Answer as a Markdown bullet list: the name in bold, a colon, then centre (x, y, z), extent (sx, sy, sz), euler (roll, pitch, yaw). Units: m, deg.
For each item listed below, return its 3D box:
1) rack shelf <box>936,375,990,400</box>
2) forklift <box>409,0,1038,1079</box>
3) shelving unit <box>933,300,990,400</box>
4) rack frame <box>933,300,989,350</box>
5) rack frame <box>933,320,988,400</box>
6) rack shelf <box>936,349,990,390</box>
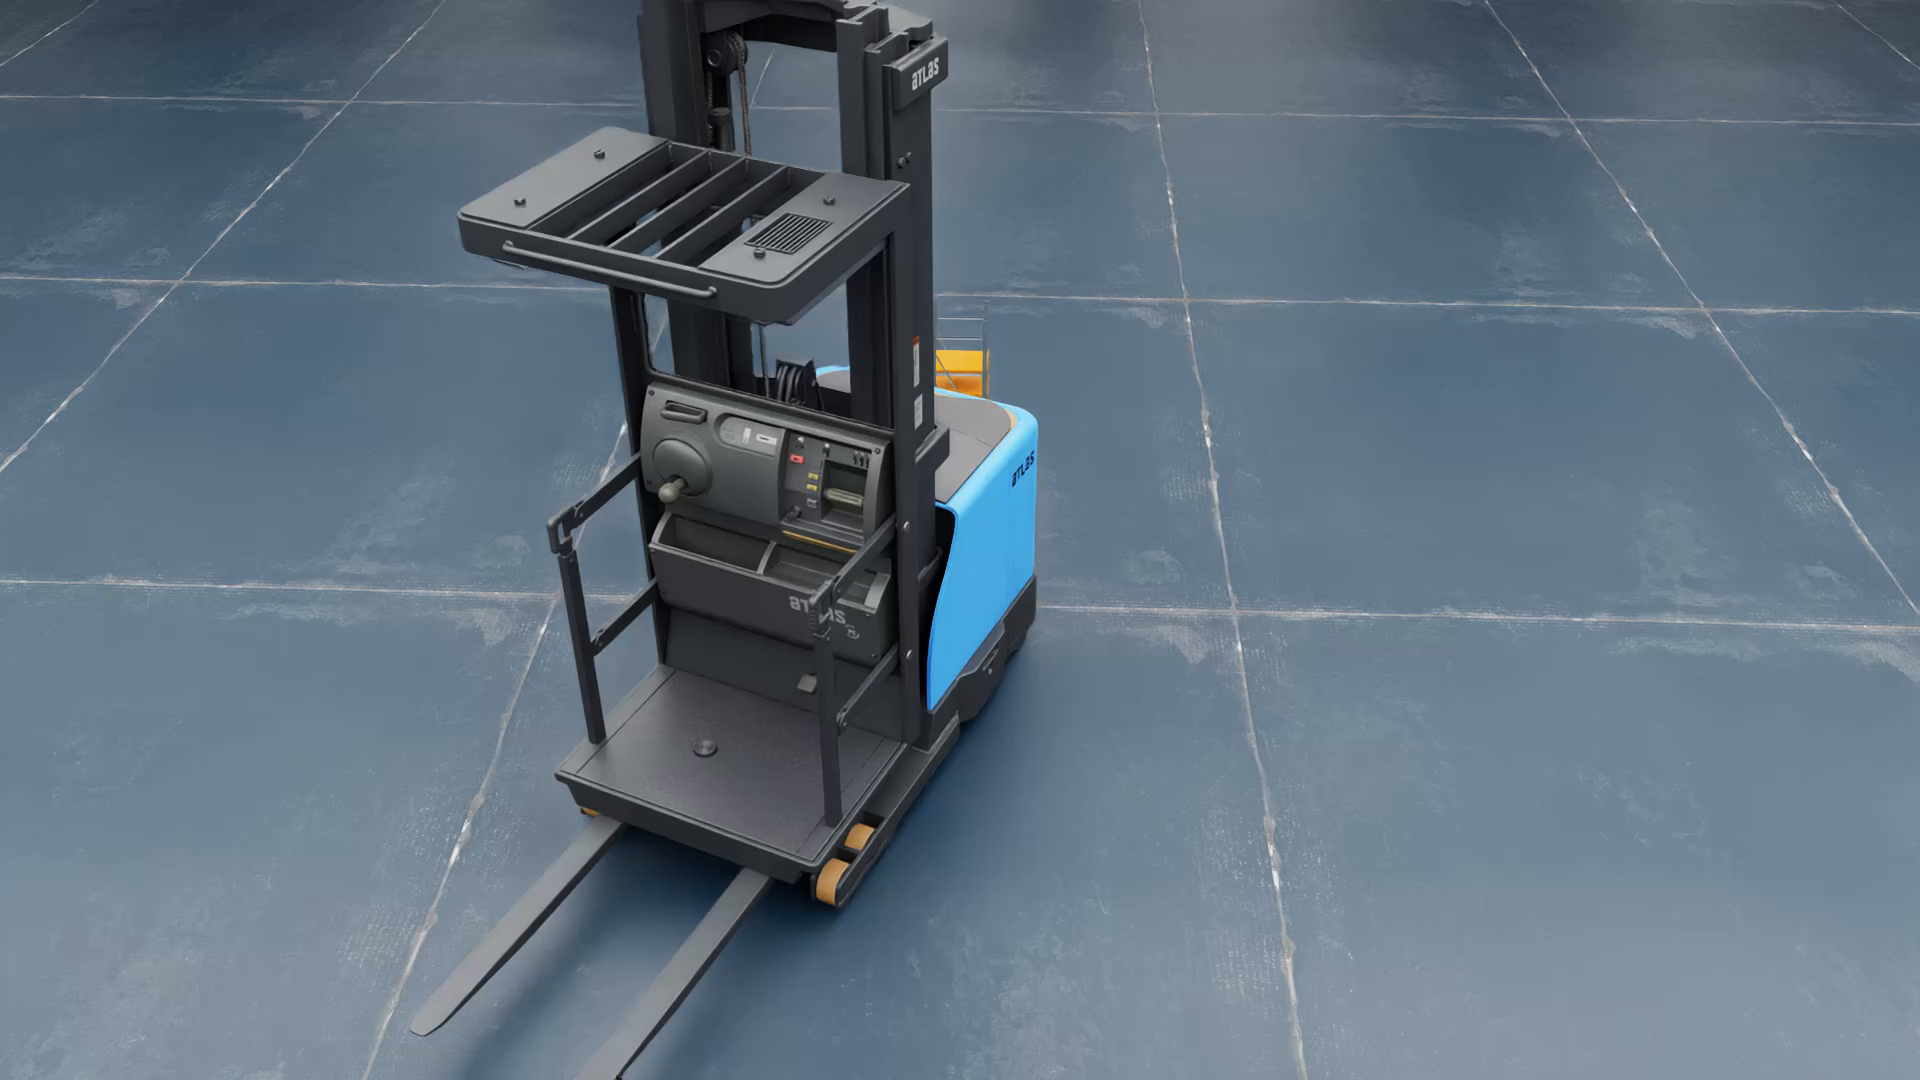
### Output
- **rack shelf**: centre (-0.001, -0.643, 7.281), extent (0.258, 0.103, 0.180), euler (1, 35, 2)
- **forklift**: centre (-0.767, -0.191, 5.472), extent (1.130, 2.935, 3.031), euler (15, 38, 21)
- **shelving unit**: centre (-0.001, -0.483, 7.393), extent (0.258, 1.200, 0.189), euler (1, 35, 2)
- **rack frame**: centre (0.003, -0.535, 7.468), extent (0.240, 1.200, 0.006), euler (1, 35, 2)
- **rack frame**: centre (-0.004, -0.430, 7.318), extent (0.240, 1.200, 0.006), euler (1, 35, 2)
- **rack shelf**: centre (-0.001, -0.741, 7.212), extent (0.258, 0.103, 0.180), euler (1, 35, 2)
